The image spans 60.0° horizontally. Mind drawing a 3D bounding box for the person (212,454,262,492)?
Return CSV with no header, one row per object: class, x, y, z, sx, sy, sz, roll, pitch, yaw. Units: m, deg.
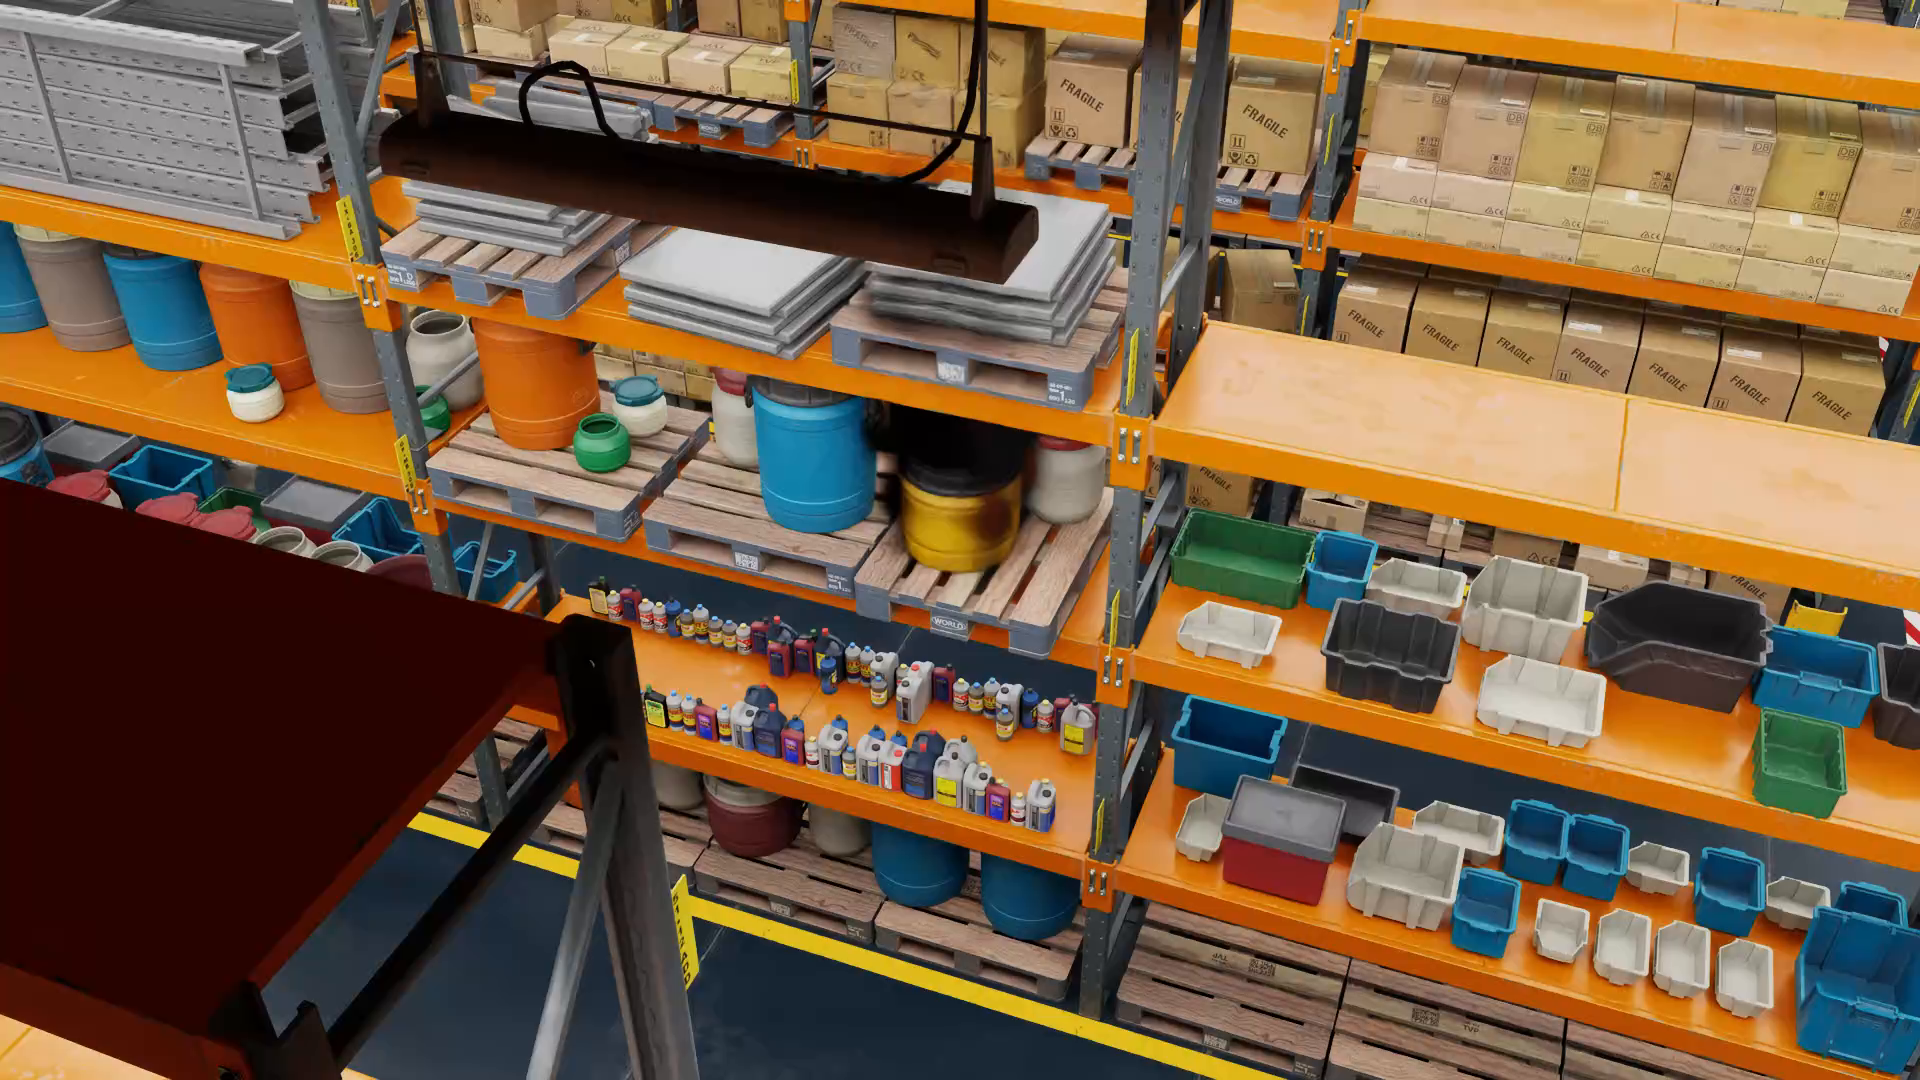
person,-5.496,-0.642,12.855,0.804,1.665,0.587,9,37,12
